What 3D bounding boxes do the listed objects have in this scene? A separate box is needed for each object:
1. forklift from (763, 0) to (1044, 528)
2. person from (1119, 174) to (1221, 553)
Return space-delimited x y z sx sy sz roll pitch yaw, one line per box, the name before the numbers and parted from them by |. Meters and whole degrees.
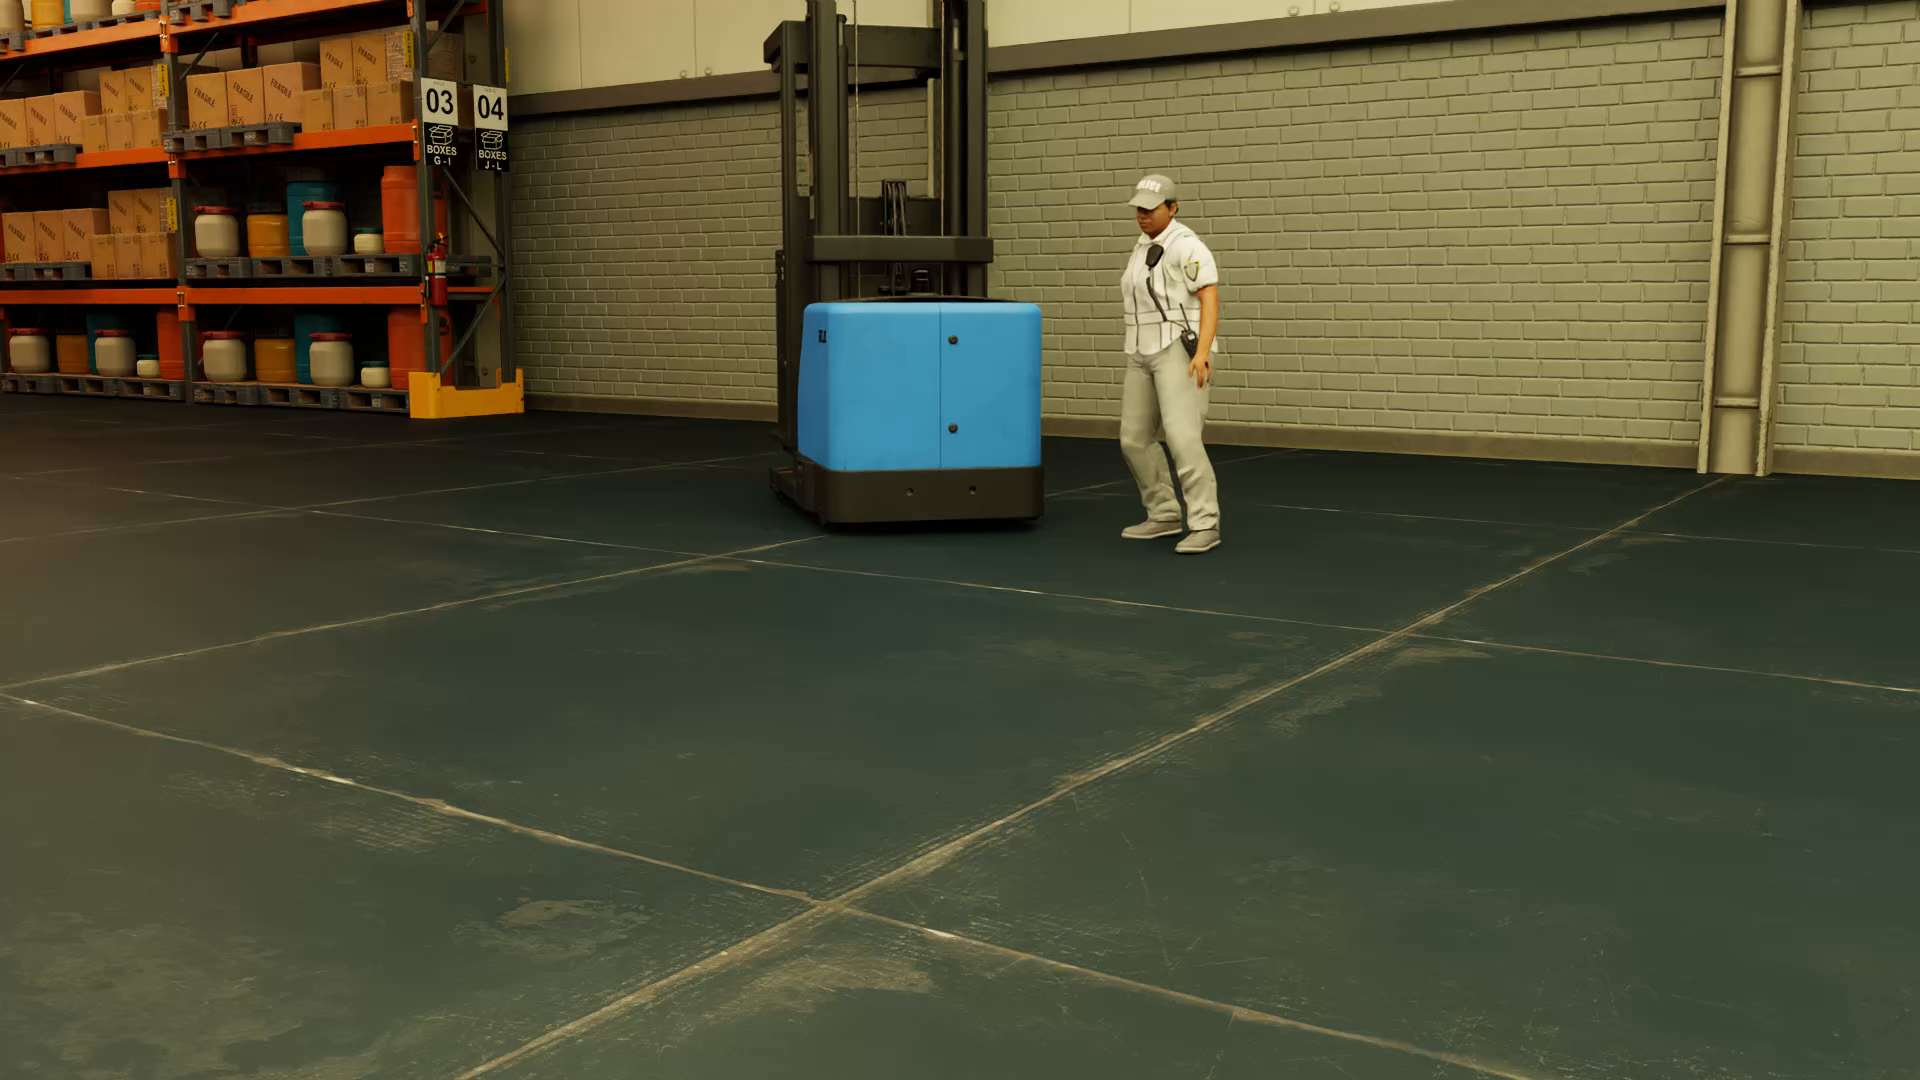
forklift | -0.451 -1.679 9.000 1.130 2.935 3.031 -2 8 -14
person | 0.925 -0.801 7.440 0.455 1.641 0.766 -5 9 -30
